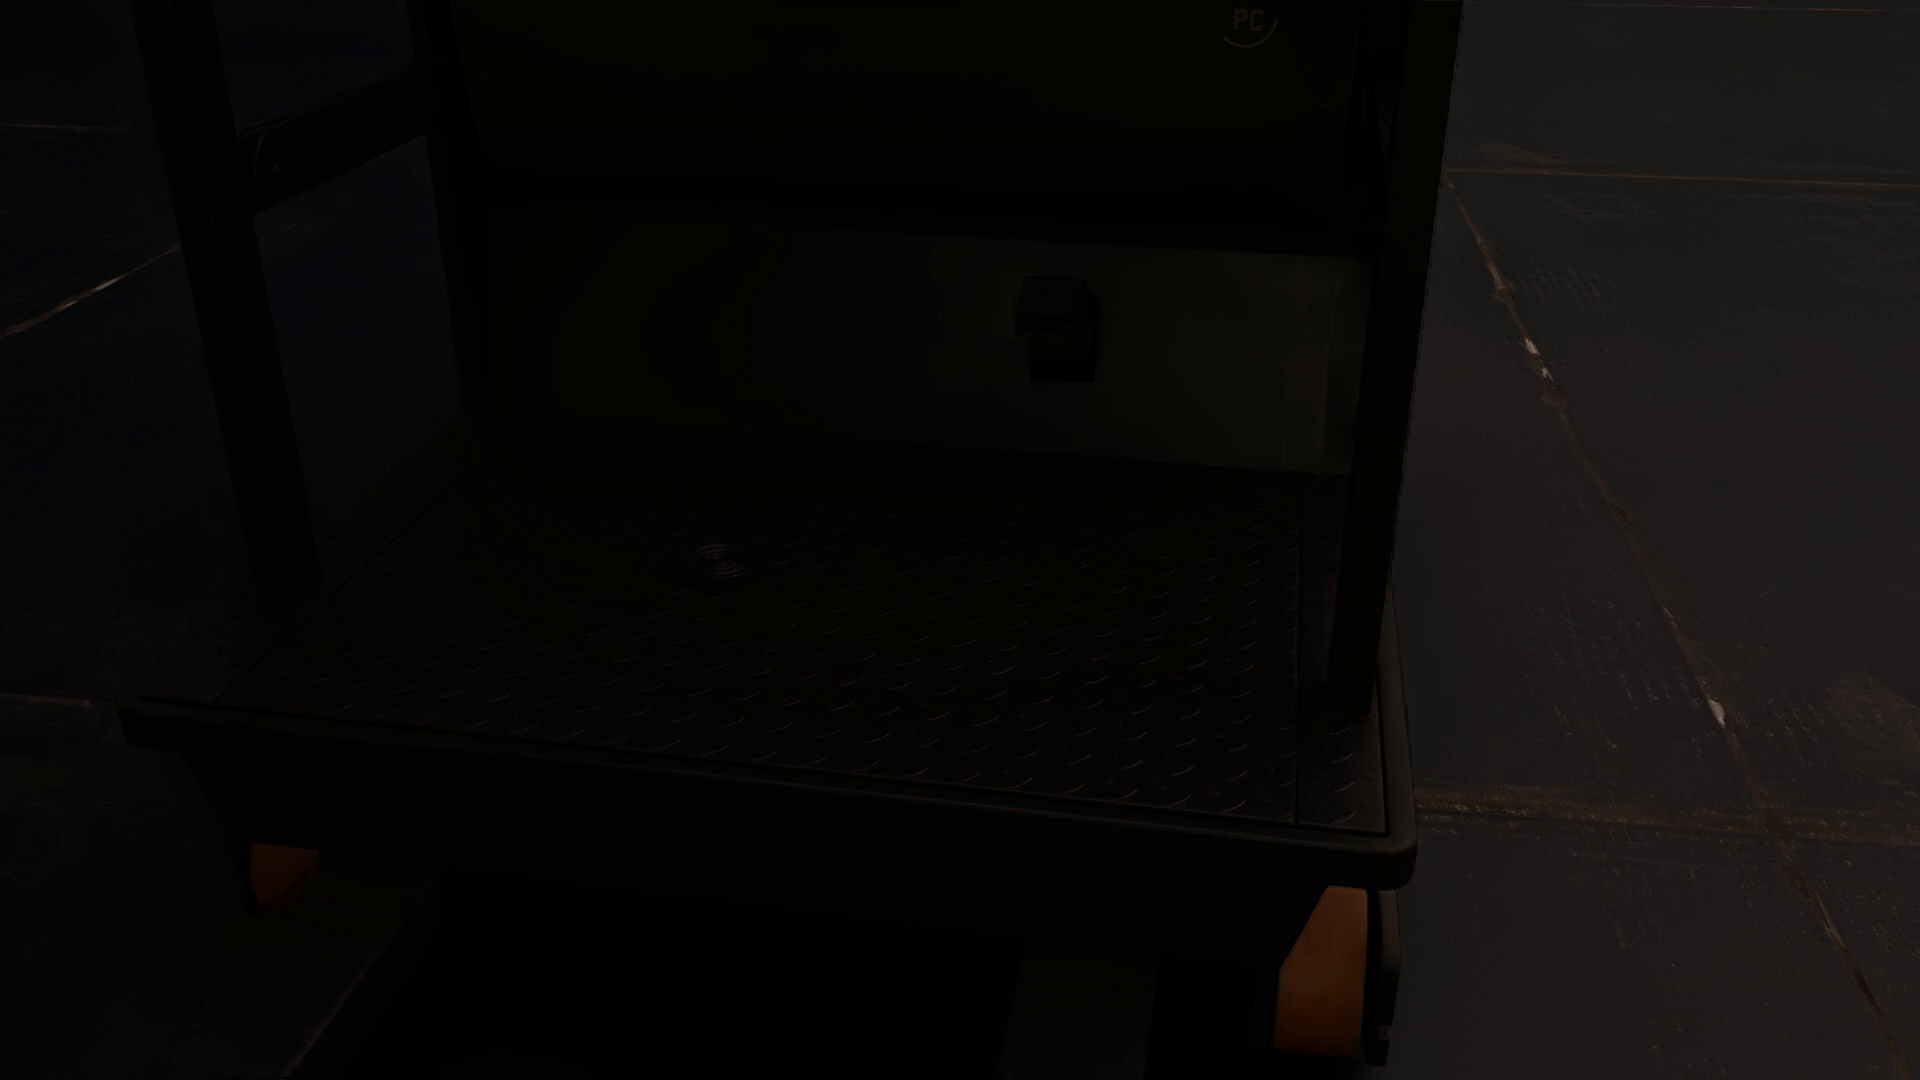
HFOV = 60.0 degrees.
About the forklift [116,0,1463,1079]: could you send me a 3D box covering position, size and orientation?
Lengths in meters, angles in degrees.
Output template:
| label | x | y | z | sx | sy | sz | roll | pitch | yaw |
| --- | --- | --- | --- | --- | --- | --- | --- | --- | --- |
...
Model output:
| label | x | y | z | sx | sy | sz | roll | pitch | yaw |
| --- | --- | --- | --- | --- | --- | --- | --- | --- | --- |
| forklift | -0.105 | -1.012 | 1.246 | 1.130 | 2.935 | 3.031 | 5 | 27 | 10 |
